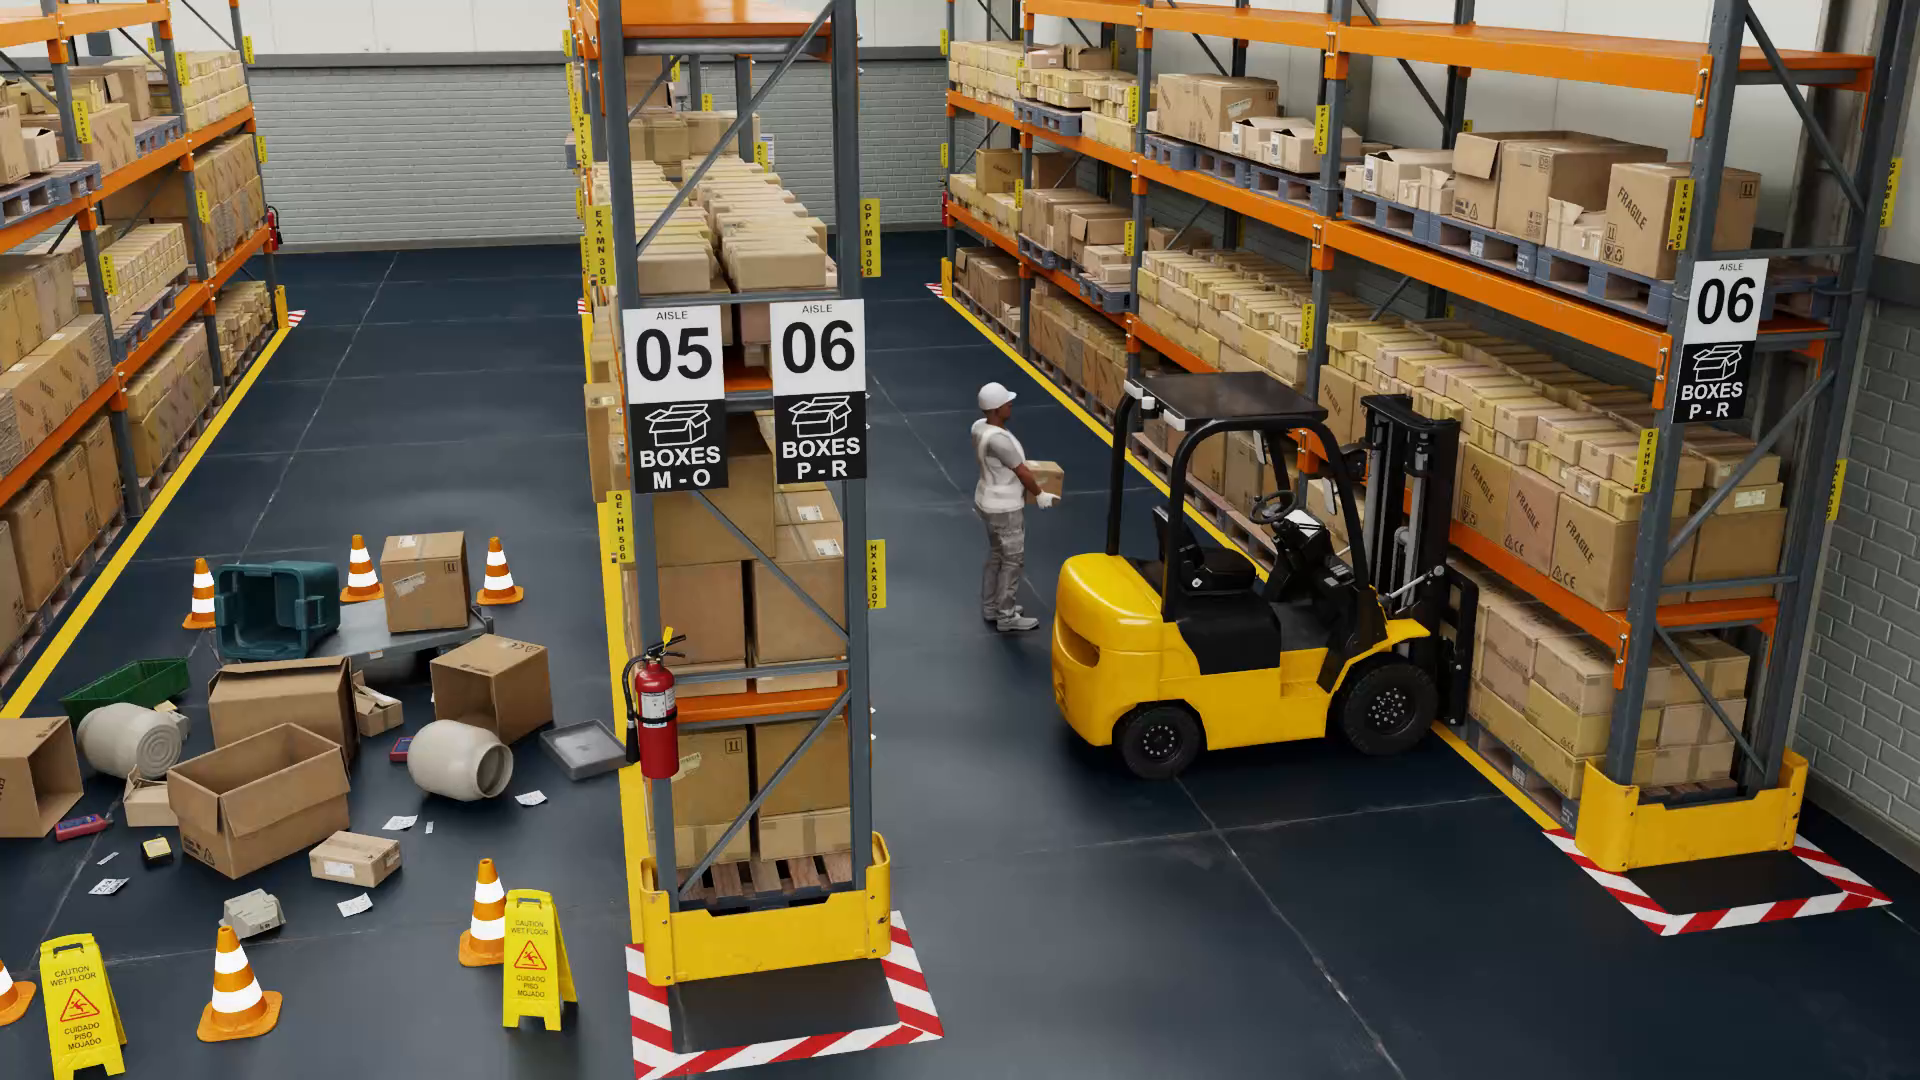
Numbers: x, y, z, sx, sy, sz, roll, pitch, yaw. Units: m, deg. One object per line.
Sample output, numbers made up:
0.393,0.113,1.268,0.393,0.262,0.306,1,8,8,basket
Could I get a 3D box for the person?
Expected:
0.389,-0.248,11.751,0.583,1.778,0.488,-4,20,-11,person
